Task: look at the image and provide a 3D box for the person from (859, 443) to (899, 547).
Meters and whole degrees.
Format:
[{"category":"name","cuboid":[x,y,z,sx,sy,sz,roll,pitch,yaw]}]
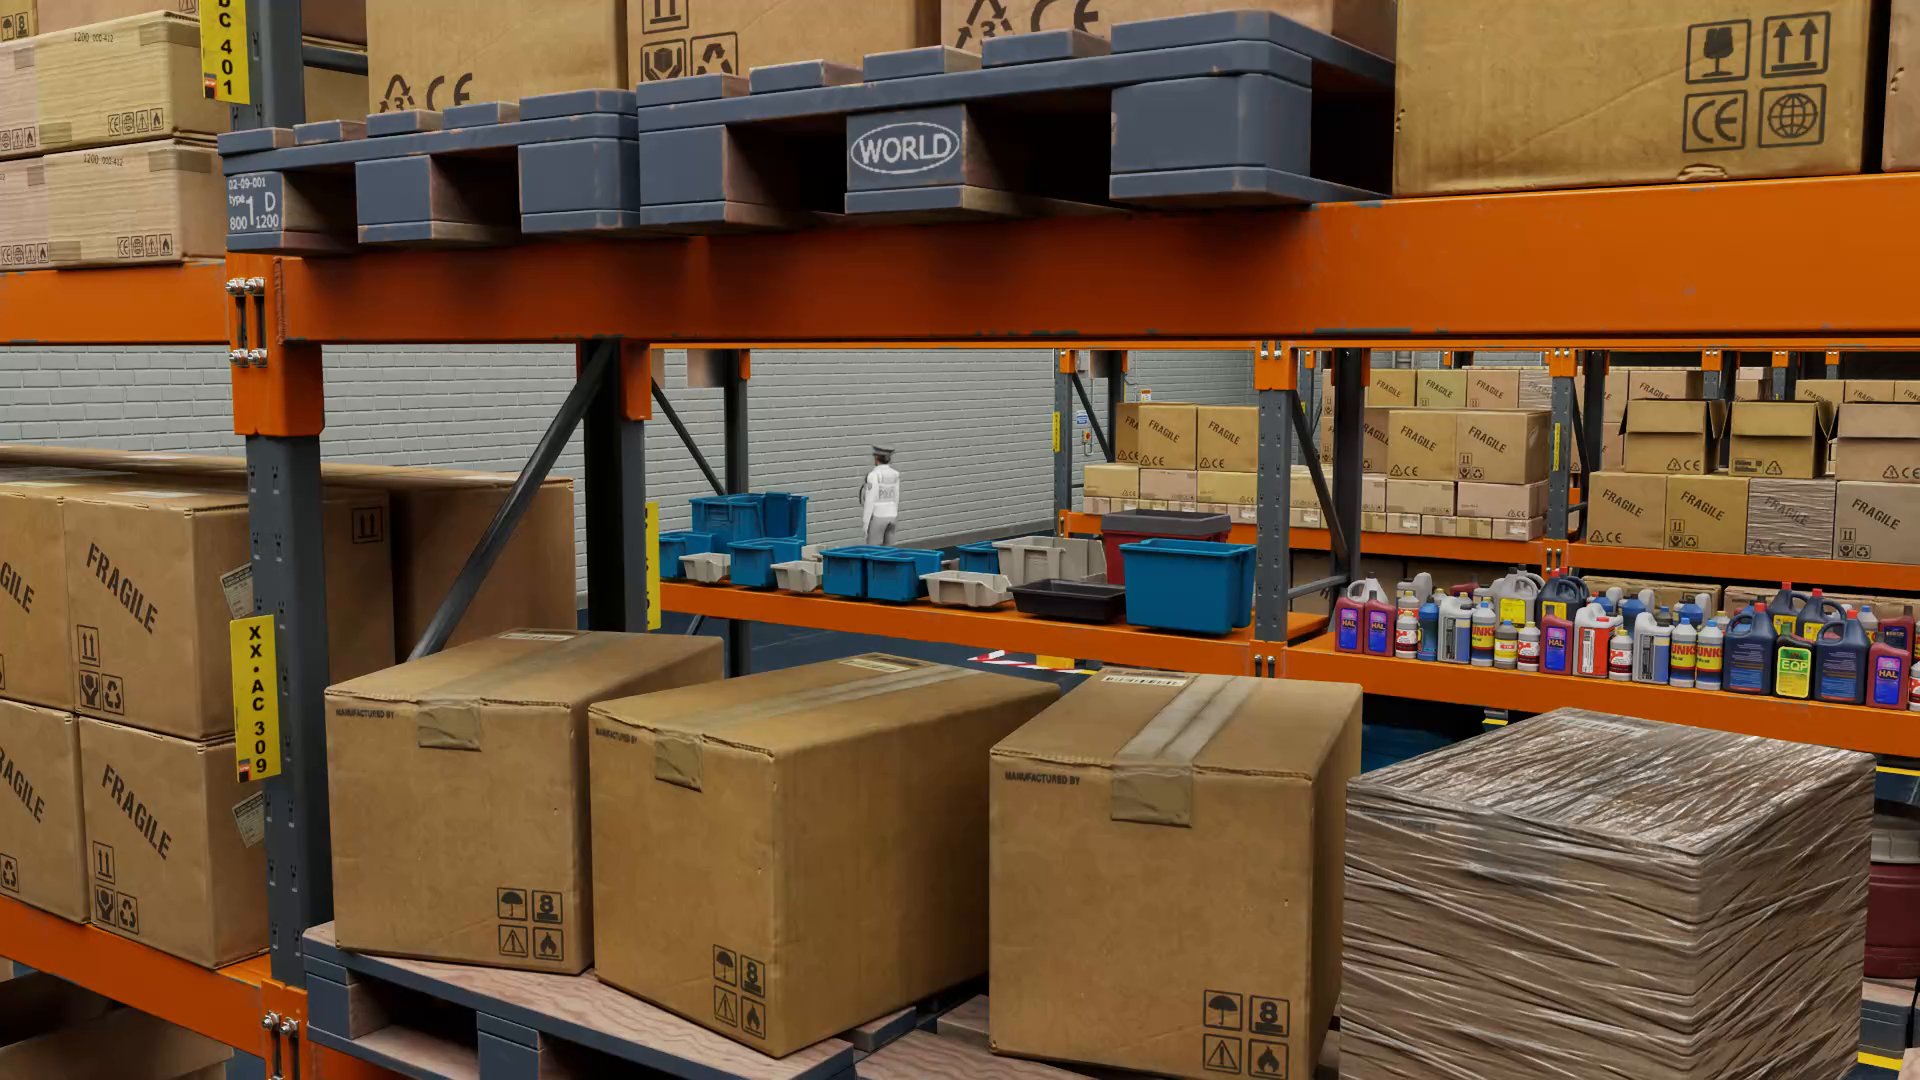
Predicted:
[{"category":"person","cuboid":[-0.851,-0.172,17.531,0.332,1.693,0.502,4,8,35]}]
